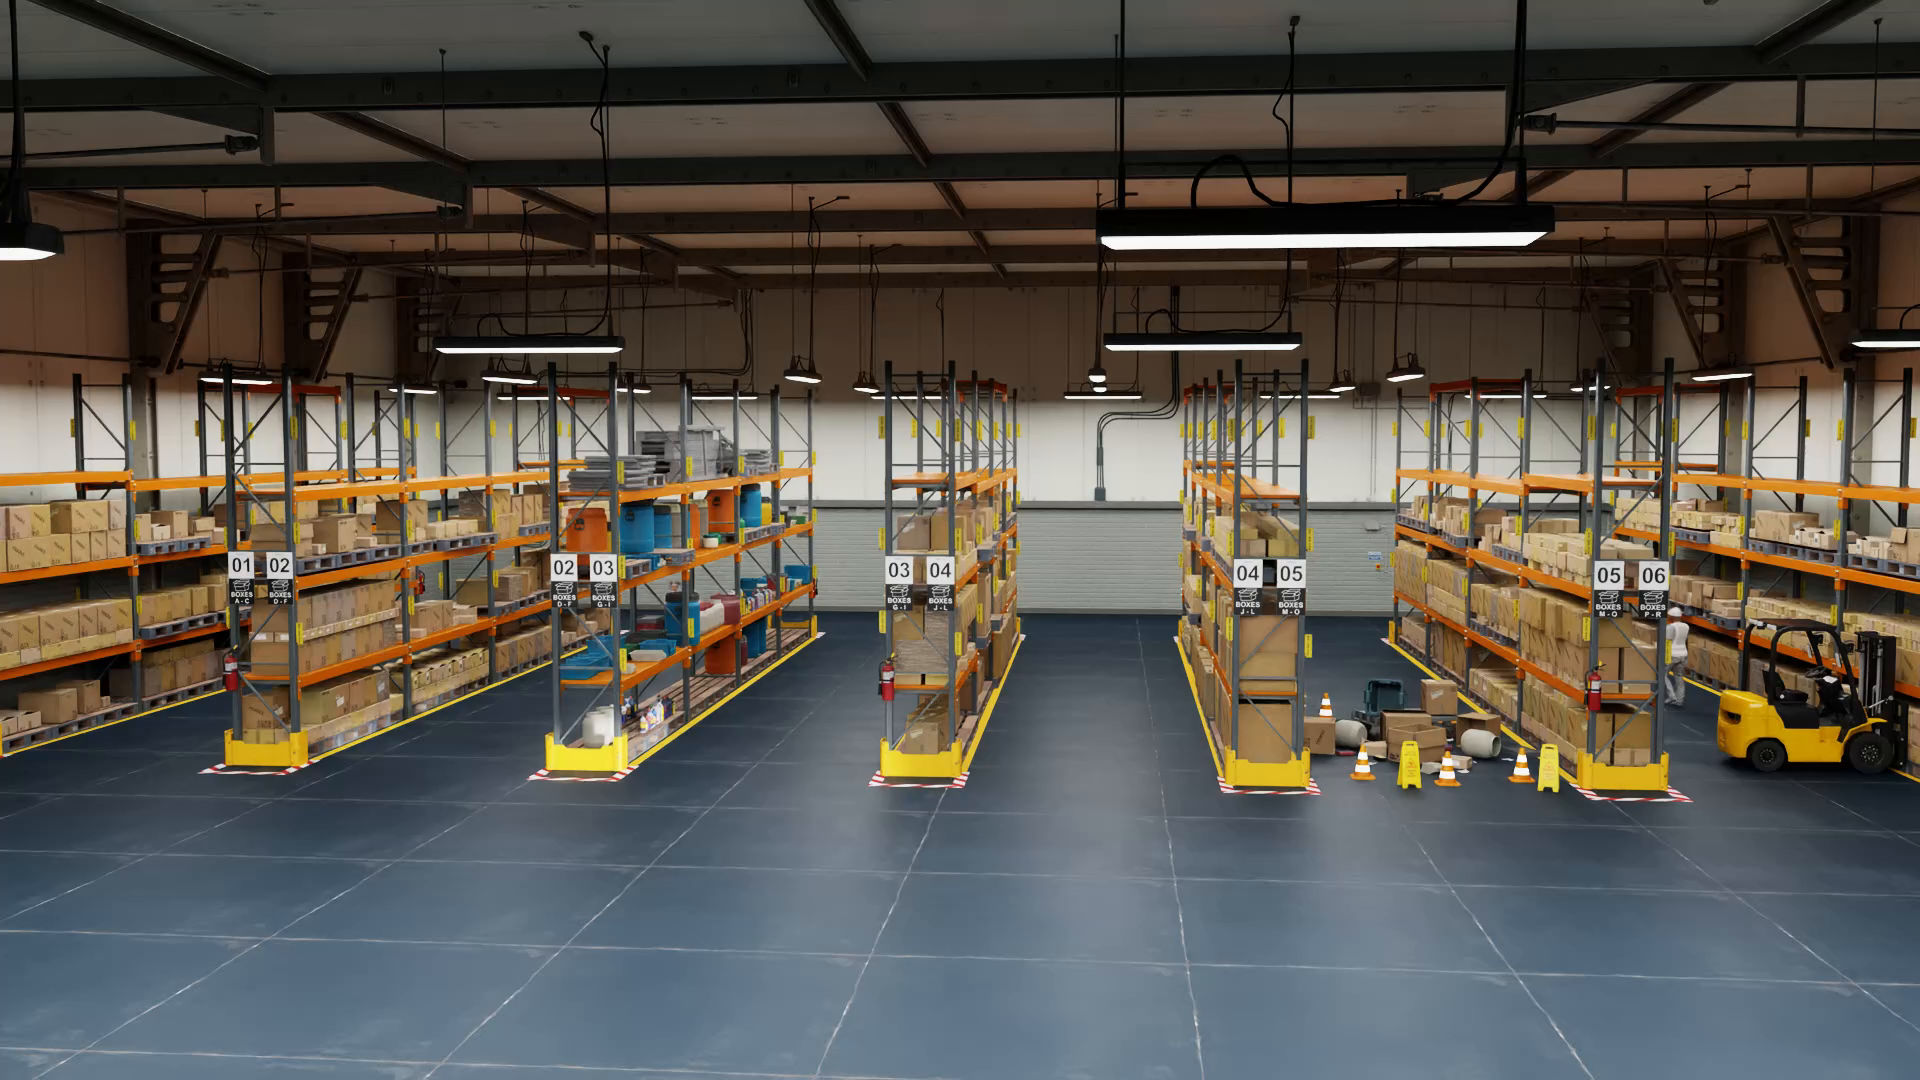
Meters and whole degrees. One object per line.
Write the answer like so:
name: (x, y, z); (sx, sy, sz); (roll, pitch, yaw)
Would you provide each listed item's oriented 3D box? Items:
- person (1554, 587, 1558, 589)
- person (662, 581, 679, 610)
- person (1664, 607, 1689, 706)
person: (15.279, 1.324, 42.272); (0.711, 1.775, 0.528); (-1, 4, -10)
person: (-6.469, 1.708, 38.013); (0.597, 1.601, 0.702); (1, 4, 14)
person: (13.023, 2.120, 30.304); (0.603, 1.789, 0.401); (-2, 4, -27)
